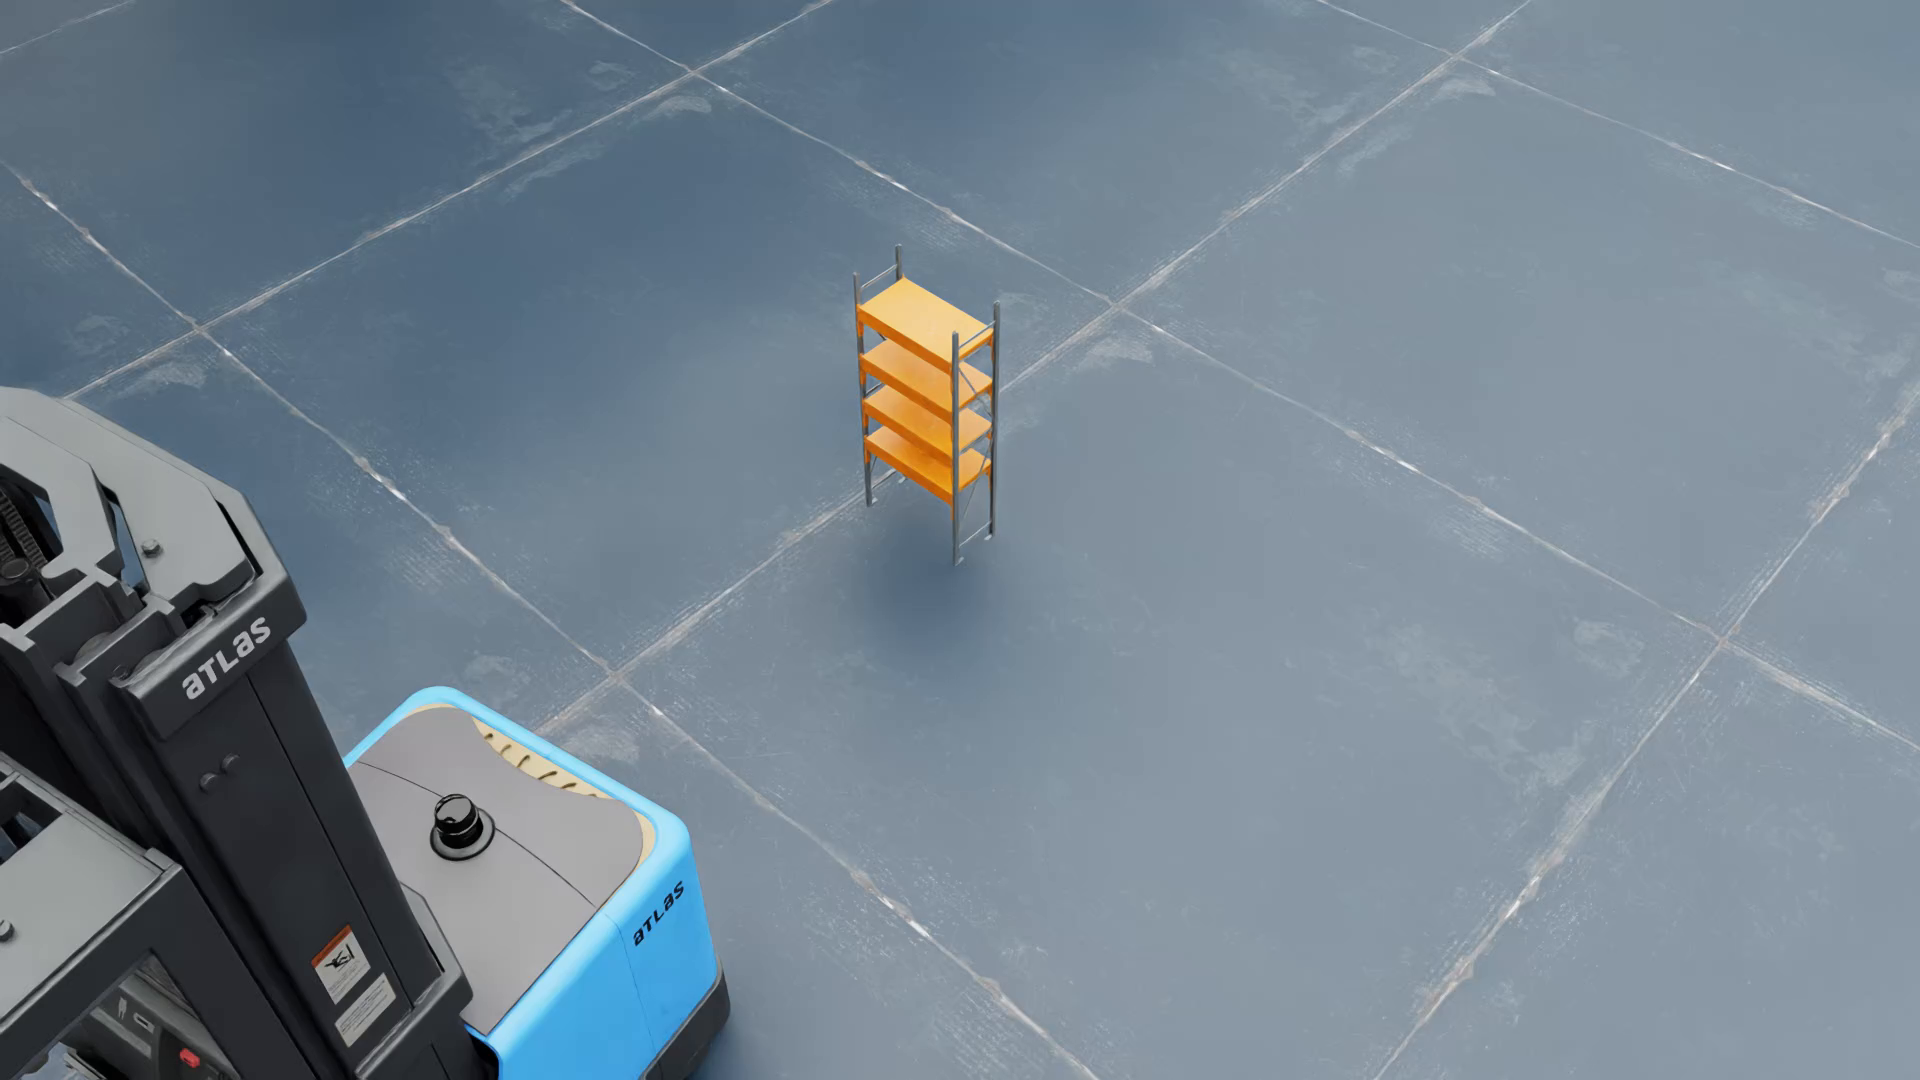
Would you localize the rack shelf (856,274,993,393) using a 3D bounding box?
[{"bbox_3d":[-0.122,-0.762,6.103,0.480,0.148,0.258,34,55,28],"label":"rack shelf"}]

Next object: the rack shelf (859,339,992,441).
[{"bbox_3d":[-0.122,-0.600,6.275,0.480,0.148,0.258,34,55,28],"label":"rack shelf"}]

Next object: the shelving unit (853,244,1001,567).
[{"bbox_3d":[-0.122,-0.493,6.389,0.503,1.200,0.258,34,55,28],"label":"shelving unit"}]

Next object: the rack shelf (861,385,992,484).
[{"bbox_3d":[-0.122,-0.446,6.438,0.480,0.148,0.258,34,55,28],"label":"rack shelf"}]

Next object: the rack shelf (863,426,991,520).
[{"bbox_3d":[-0.122,-0.311,6.583,0.480,0.148,0.258,34,55,28],"label":"rack shelf"}]

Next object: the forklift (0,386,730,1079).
[{"bbox_3d":[-1.939,1.235,3.580,1.130,2.935,3.031,25,52,21],"label":"forklift"}]

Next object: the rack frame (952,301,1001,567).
[{"bbox_3d":[0.058,-0.372,6.276,0.015,1.200,0.240,34,55,28],"label":"rack frame"}]

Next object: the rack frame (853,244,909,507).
[{"bbox_3d":[-0.301,-0.613,6.503,0.015,1.200,0.240,34,55,28],"label":"rack frame"}]
